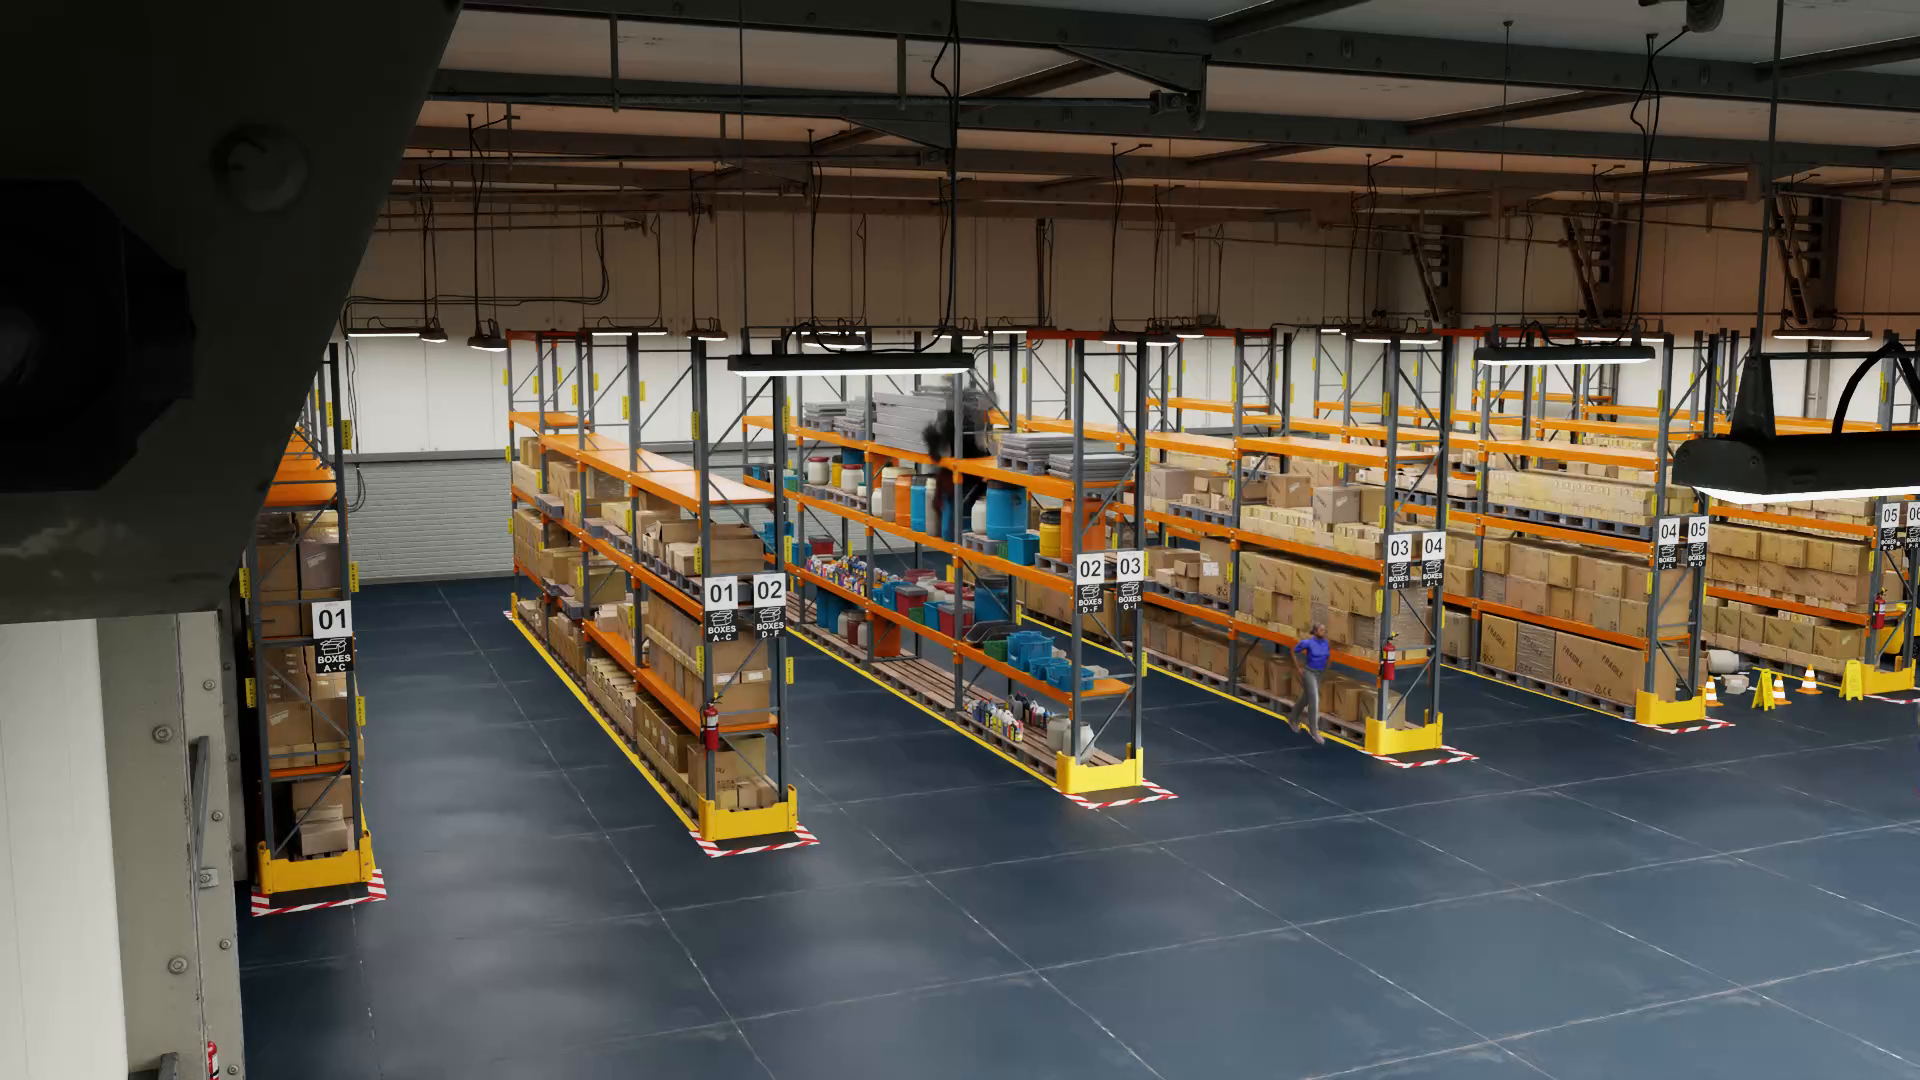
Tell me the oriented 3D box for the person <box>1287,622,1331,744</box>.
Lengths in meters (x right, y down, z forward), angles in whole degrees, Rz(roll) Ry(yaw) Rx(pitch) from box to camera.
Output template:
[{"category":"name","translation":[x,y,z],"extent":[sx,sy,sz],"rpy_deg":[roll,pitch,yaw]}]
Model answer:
[{"category":"person","translation":[5.109,2.020,24.049],"extent":[0.592,1.689,0.824],"rpy_deg":[-5,9,-32]}]
